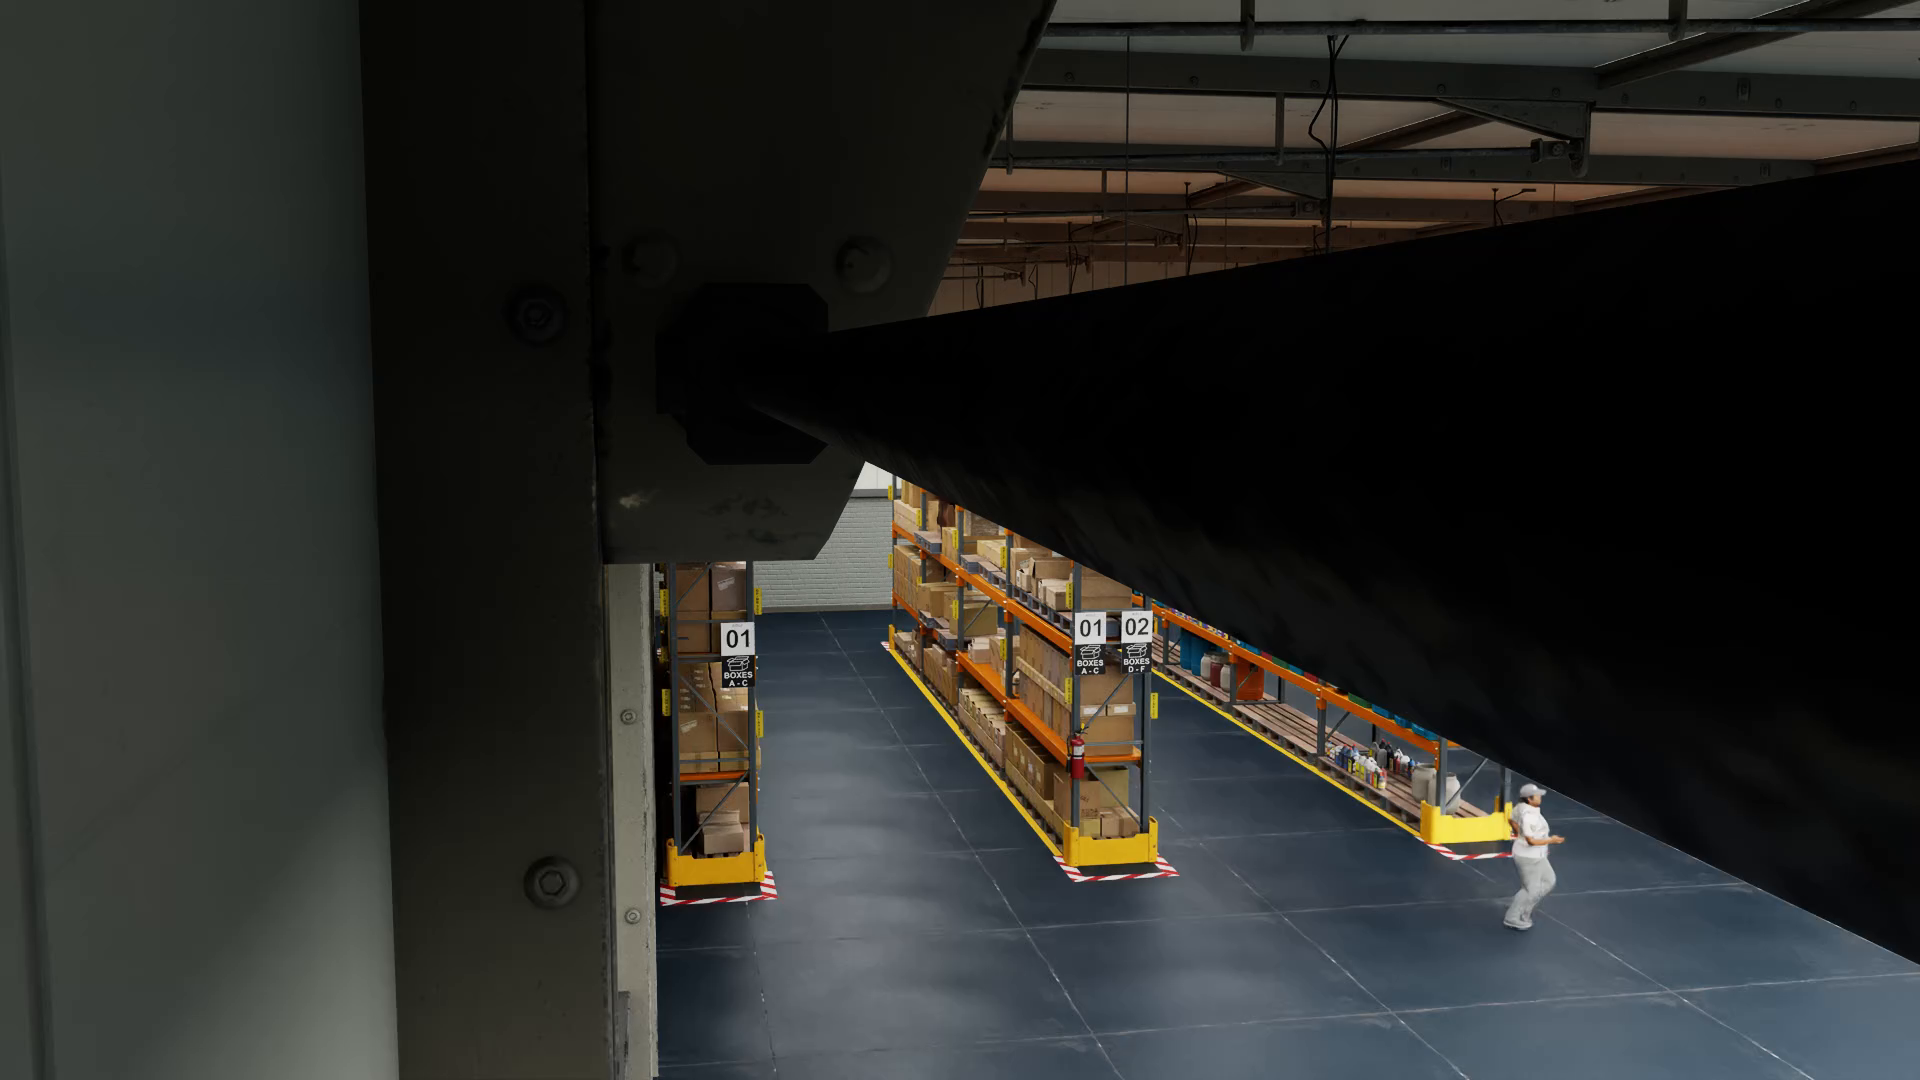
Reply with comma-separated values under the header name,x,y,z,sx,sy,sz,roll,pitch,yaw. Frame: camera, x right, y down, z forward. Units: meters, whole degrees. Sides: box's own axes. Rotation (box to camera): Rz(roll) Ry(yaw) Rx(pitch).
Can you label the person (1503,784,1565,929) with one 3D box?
name,x,y,z,sx,sy,sz,roll,pitch,yaw
person,6.379,3.525,18.462,0.610,1.660,0.566,2,6,17
